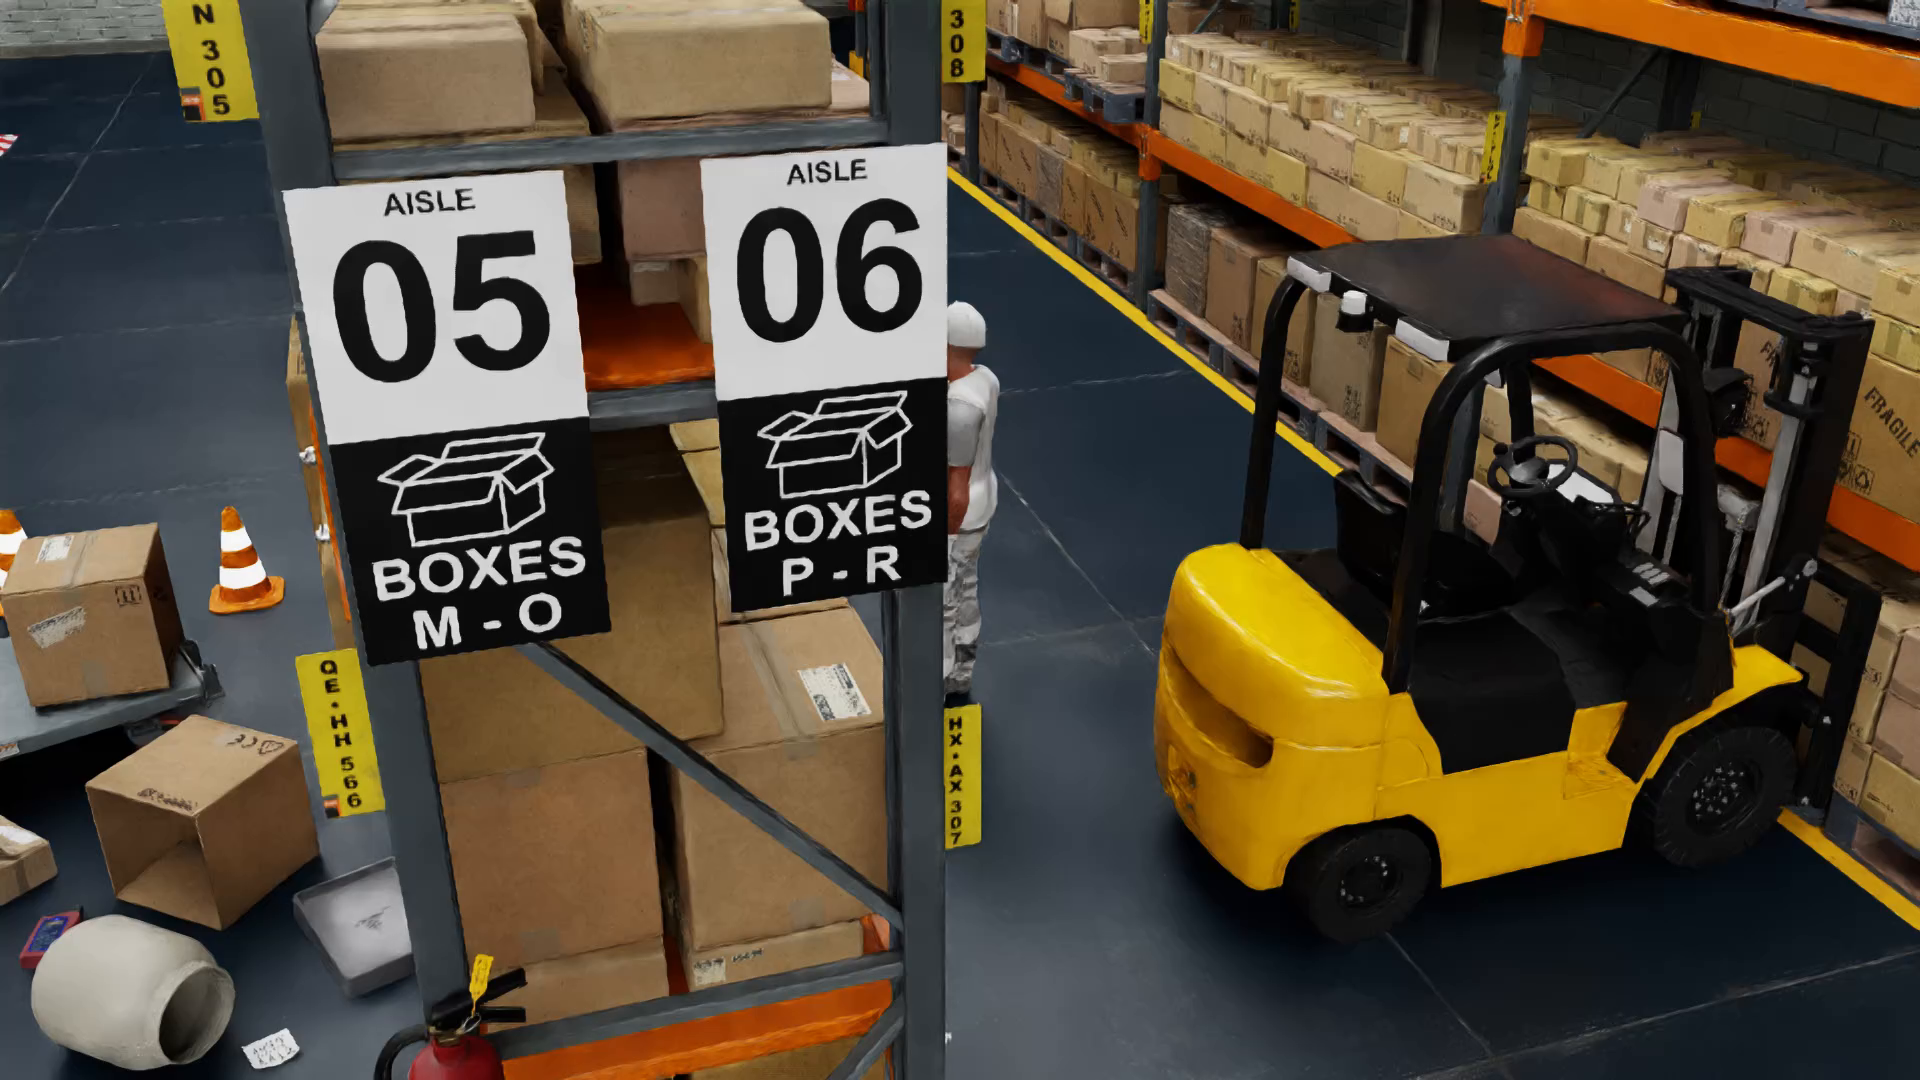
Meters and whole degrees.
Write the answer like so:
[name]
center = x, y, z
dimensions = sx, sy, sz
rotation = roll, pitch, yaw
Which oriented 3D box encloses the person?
[person]
center = -0.089, -0.100, 6.753
dimensions = 0.476, 1.790, 0.594
rotation = 7, 27, 13
